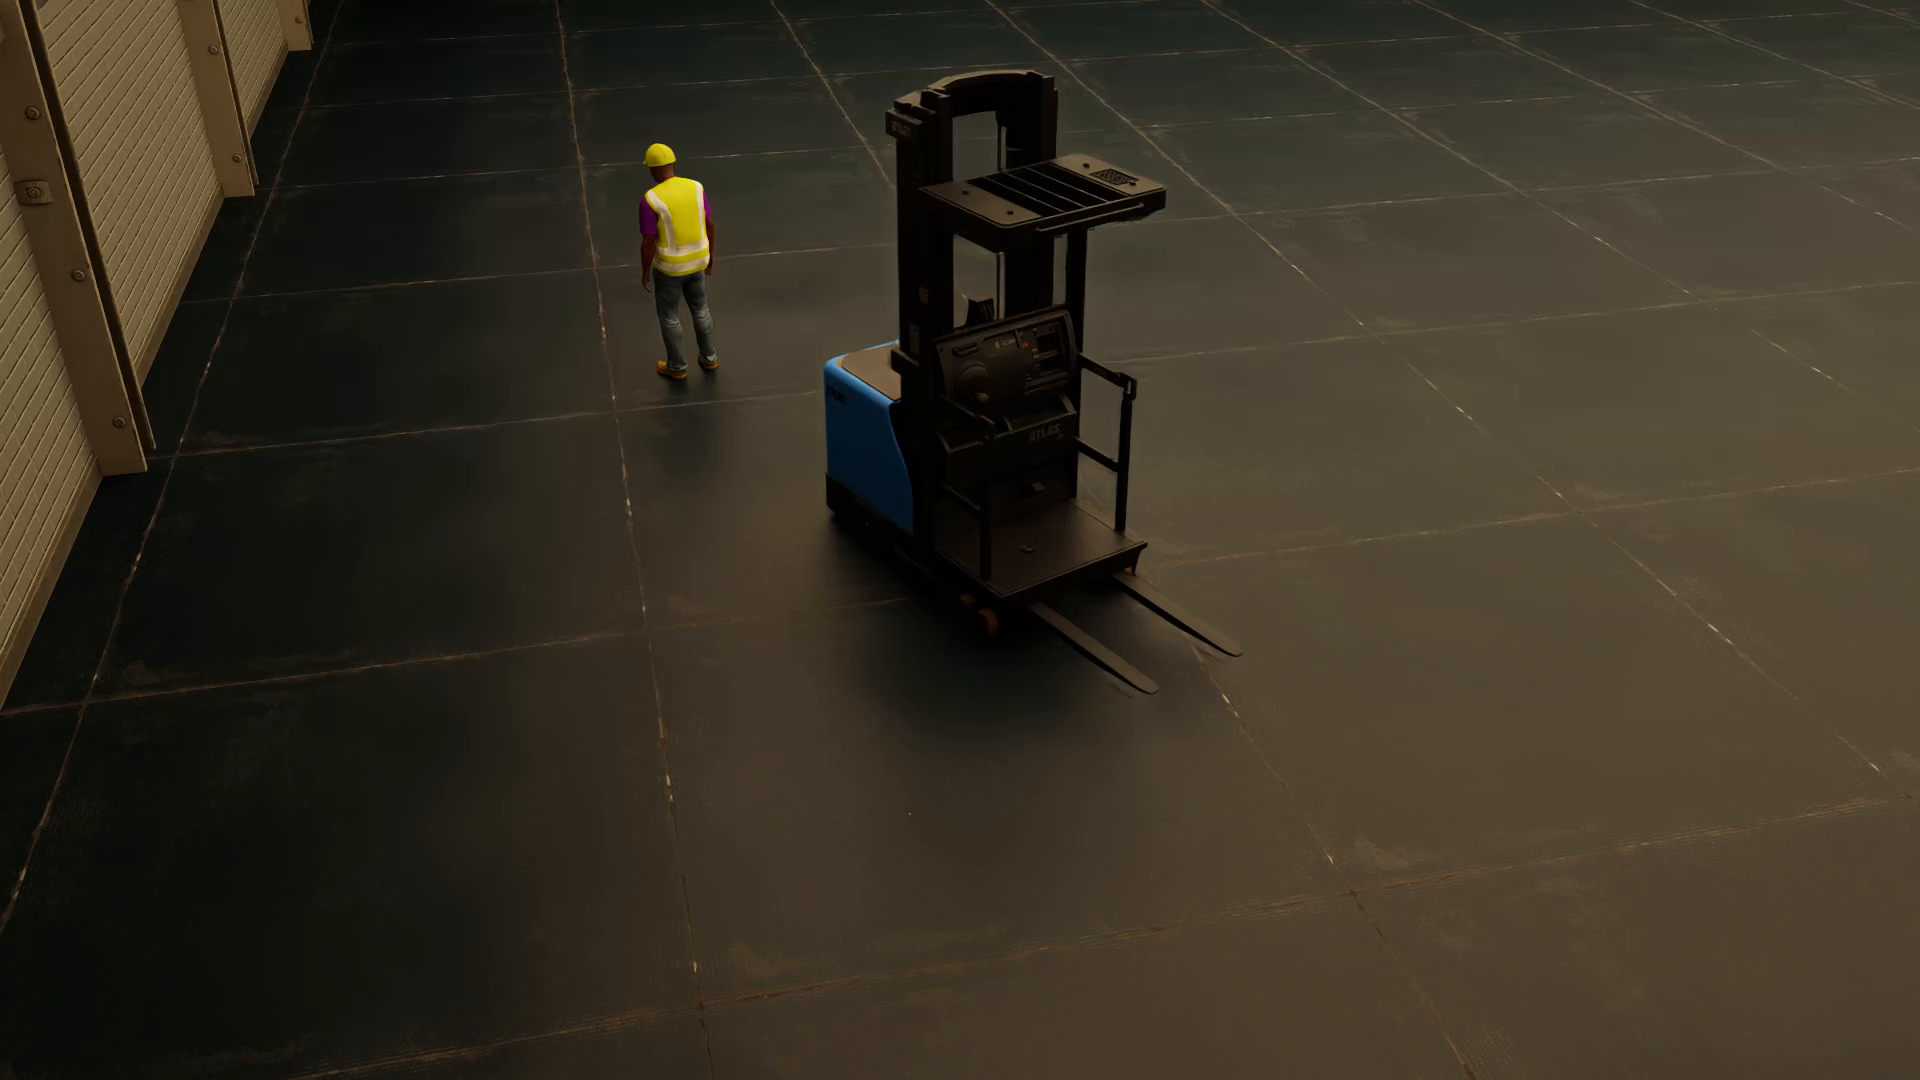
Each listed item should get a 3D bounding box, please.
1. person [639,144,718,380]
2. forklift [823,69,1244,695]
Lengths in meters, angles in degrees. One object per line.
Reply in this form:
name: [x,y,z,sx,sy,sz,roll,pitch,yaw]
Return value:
person: [-2.093,-2.057,12.302,0.626,1.759,0.463,-23,37,-34]
forklift: [0.394,-0.989,9.282,1.130,2.935,3.031,-19,35,-30]
